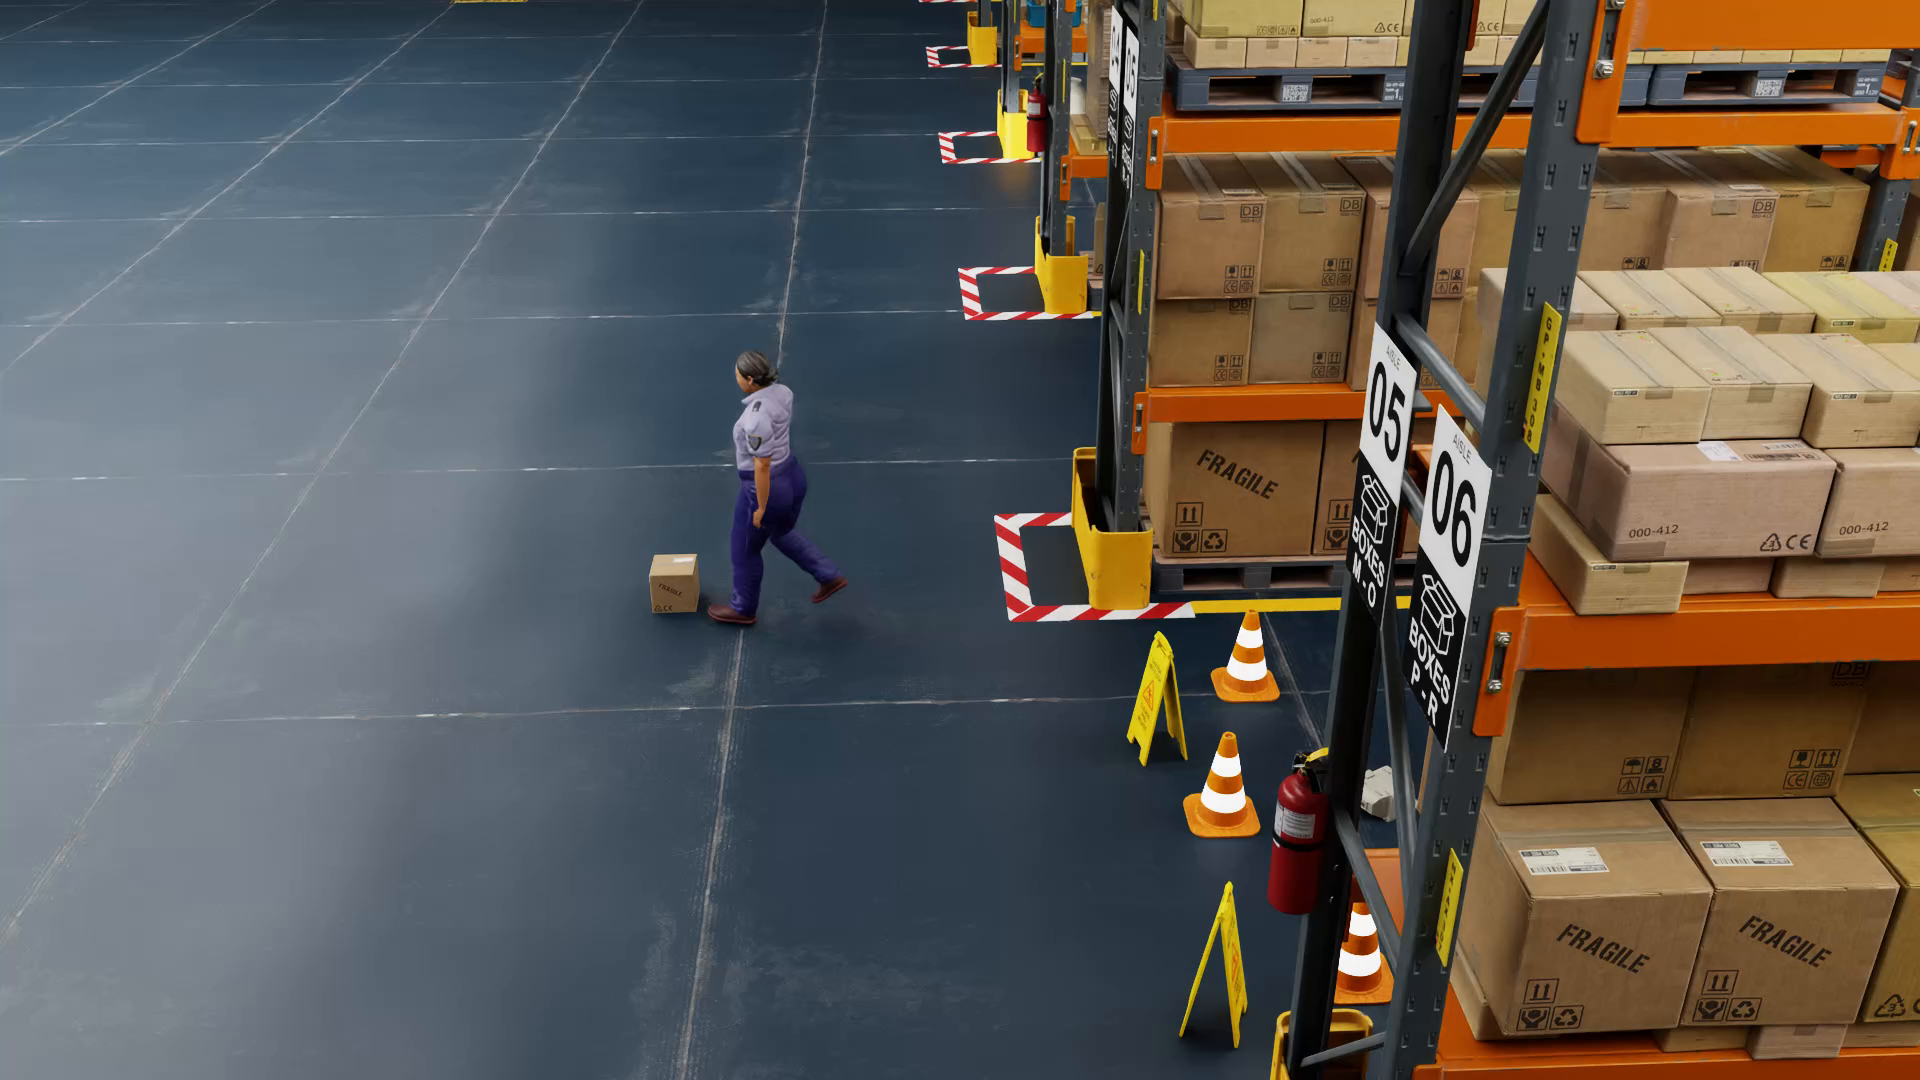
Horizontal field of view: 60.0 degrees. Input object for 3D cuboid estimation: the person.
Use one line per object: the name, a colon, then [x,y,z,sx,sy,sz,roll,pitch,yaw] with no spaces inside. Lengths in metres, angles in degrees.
person: [-1.035,-0.285,9.151,0.787,1.628,0.482,10,29,18]
